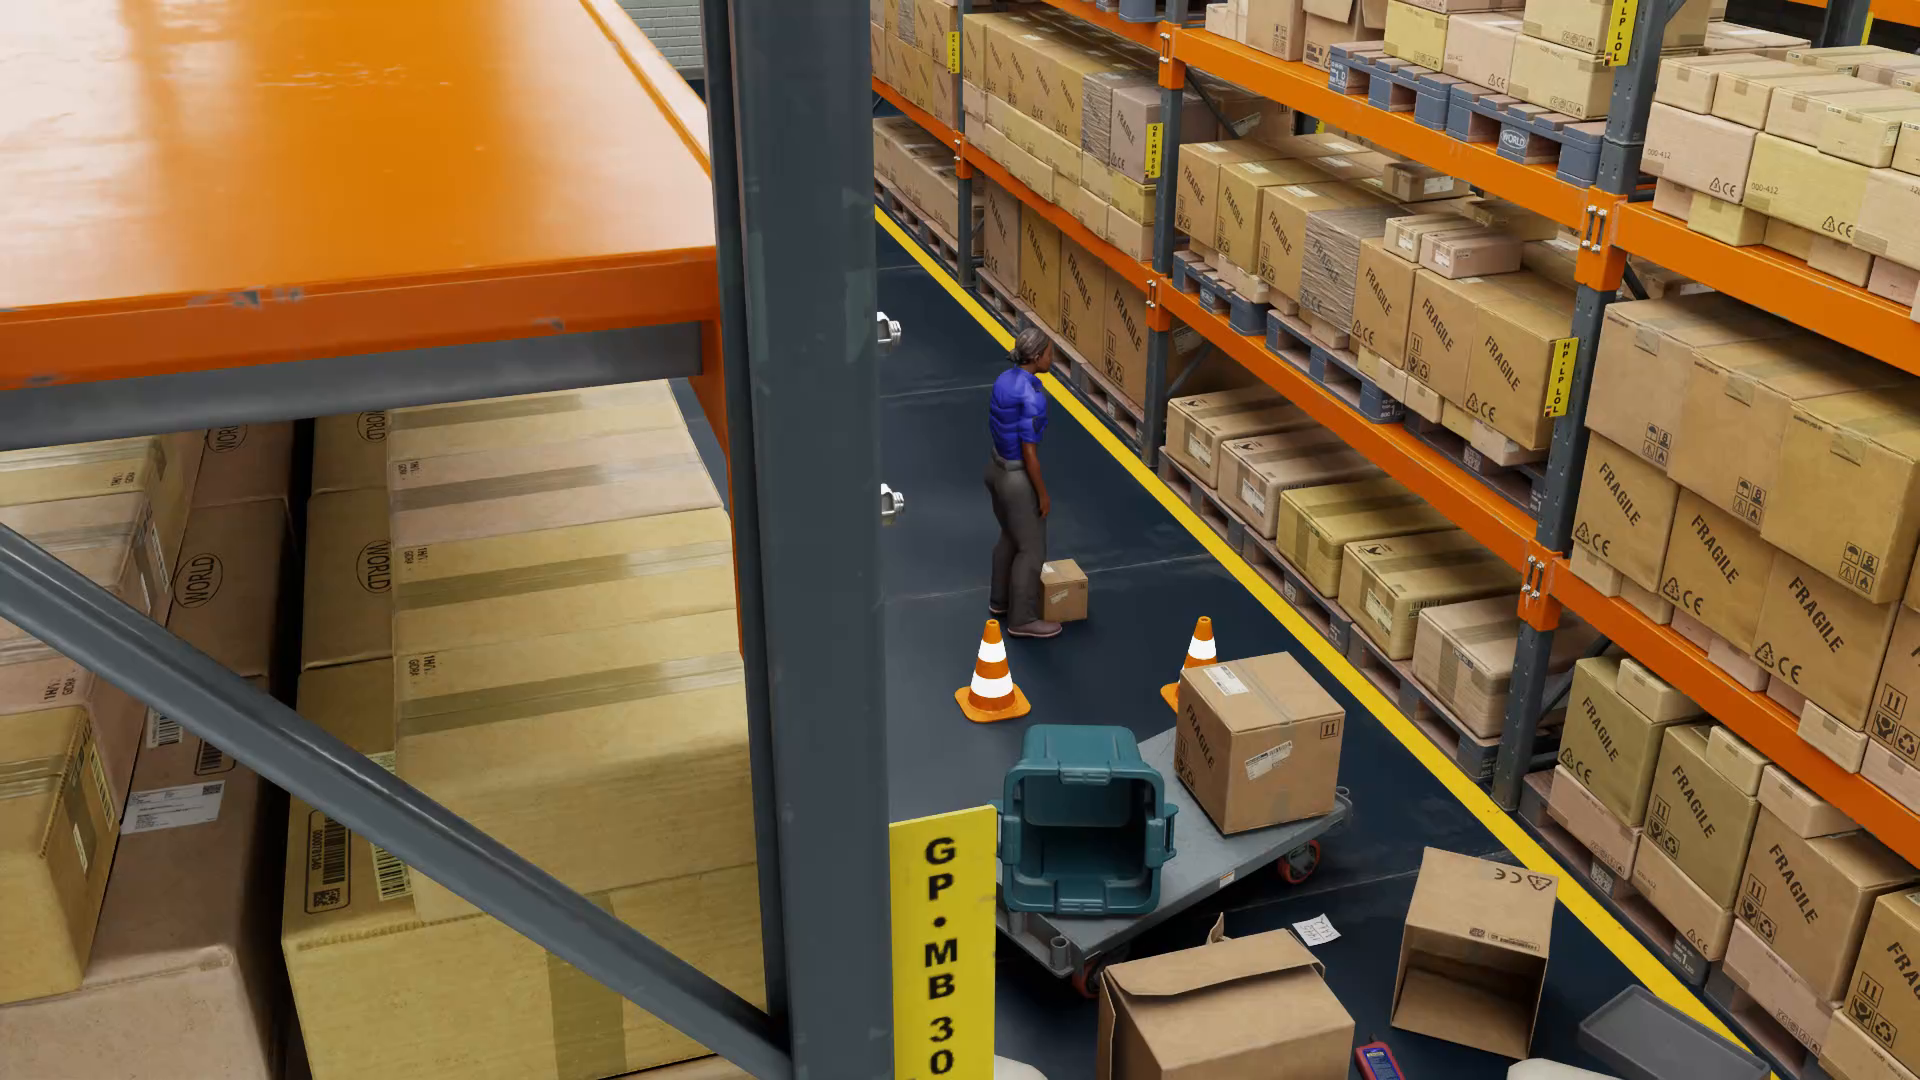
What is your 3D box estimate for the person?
[{"bbox_3d":[0.324,-0.310,8.741,0.349,1.655,0.526,-9,28,-18],"label":"person"}]
